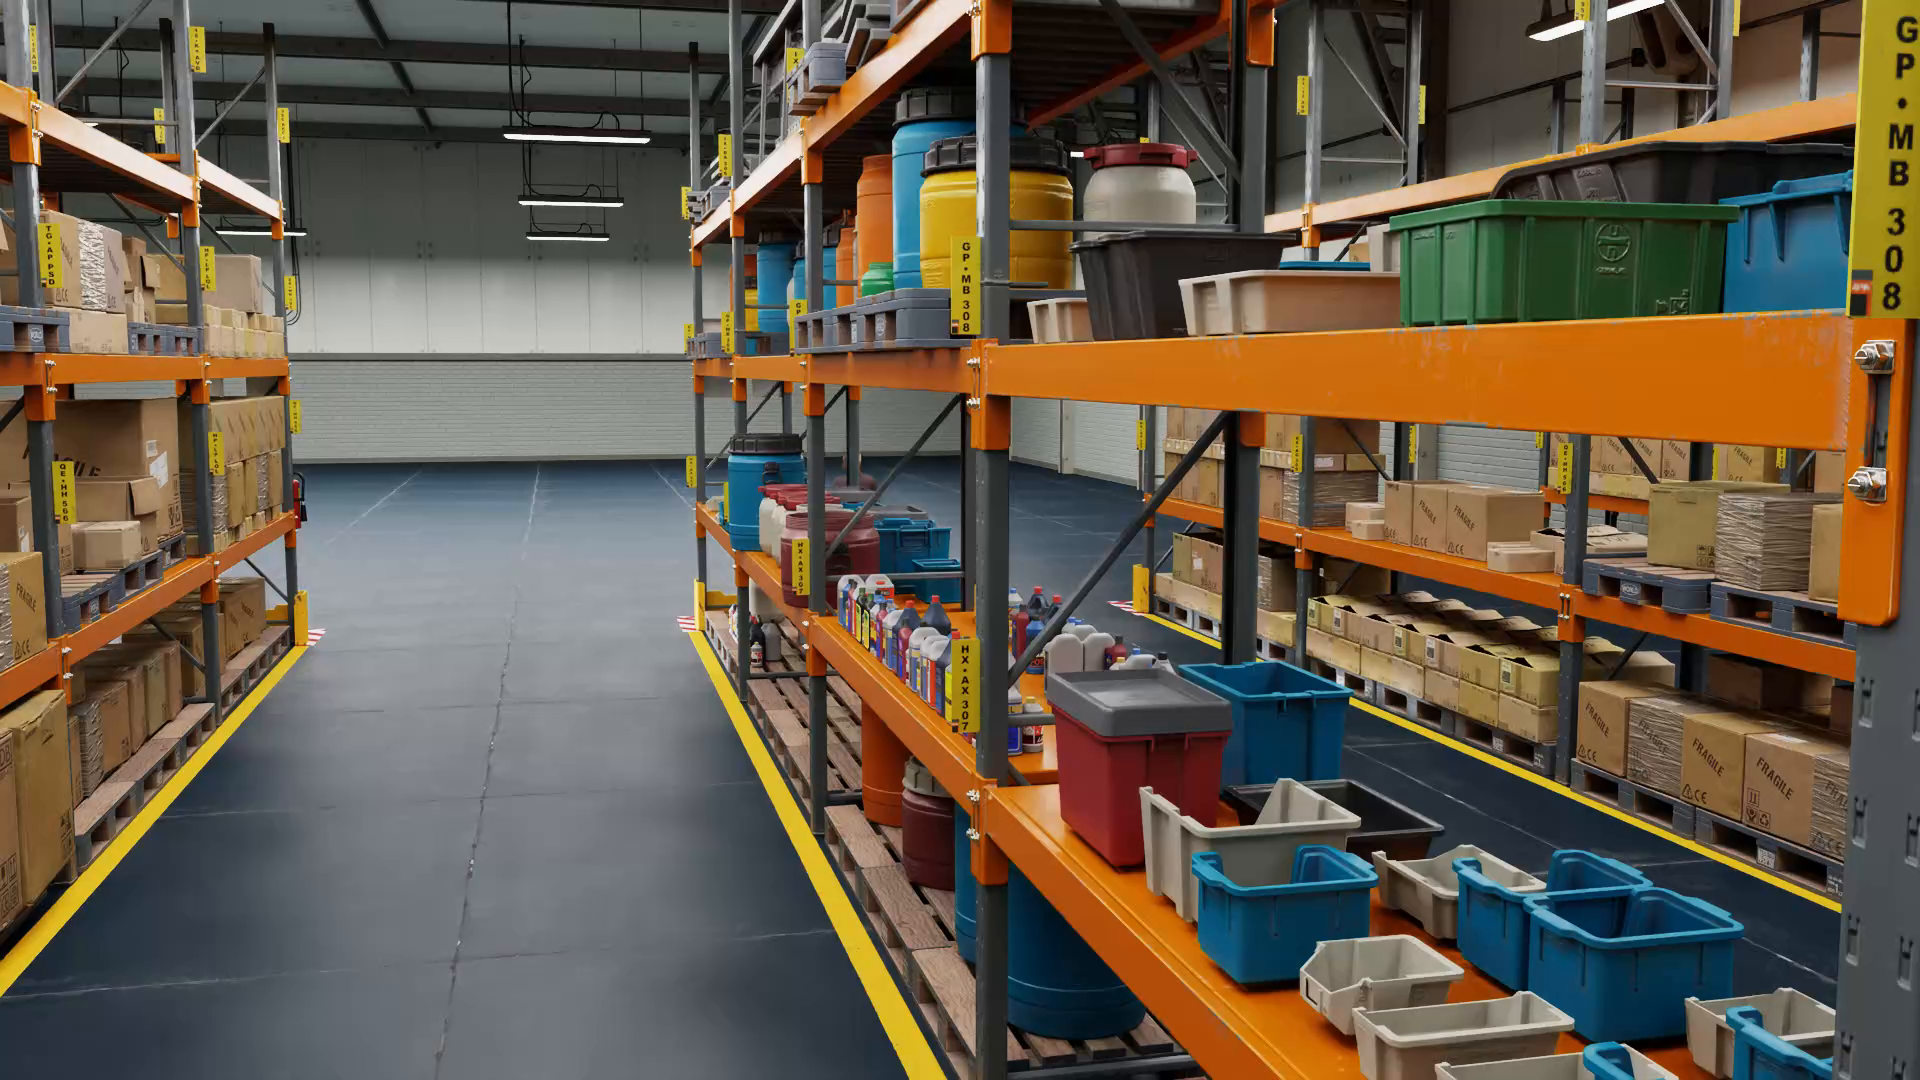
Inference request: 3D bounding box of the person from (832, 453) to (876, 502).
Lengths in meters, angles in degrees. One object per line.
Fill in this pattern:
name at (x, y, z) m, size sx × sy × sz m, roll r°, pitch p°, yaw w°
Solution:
person at (-1.216, -0.099, 18.528) m, size 0.599 × 1.792 × 0.625 m, roll -3°, pitch 7°, yaw -30°
